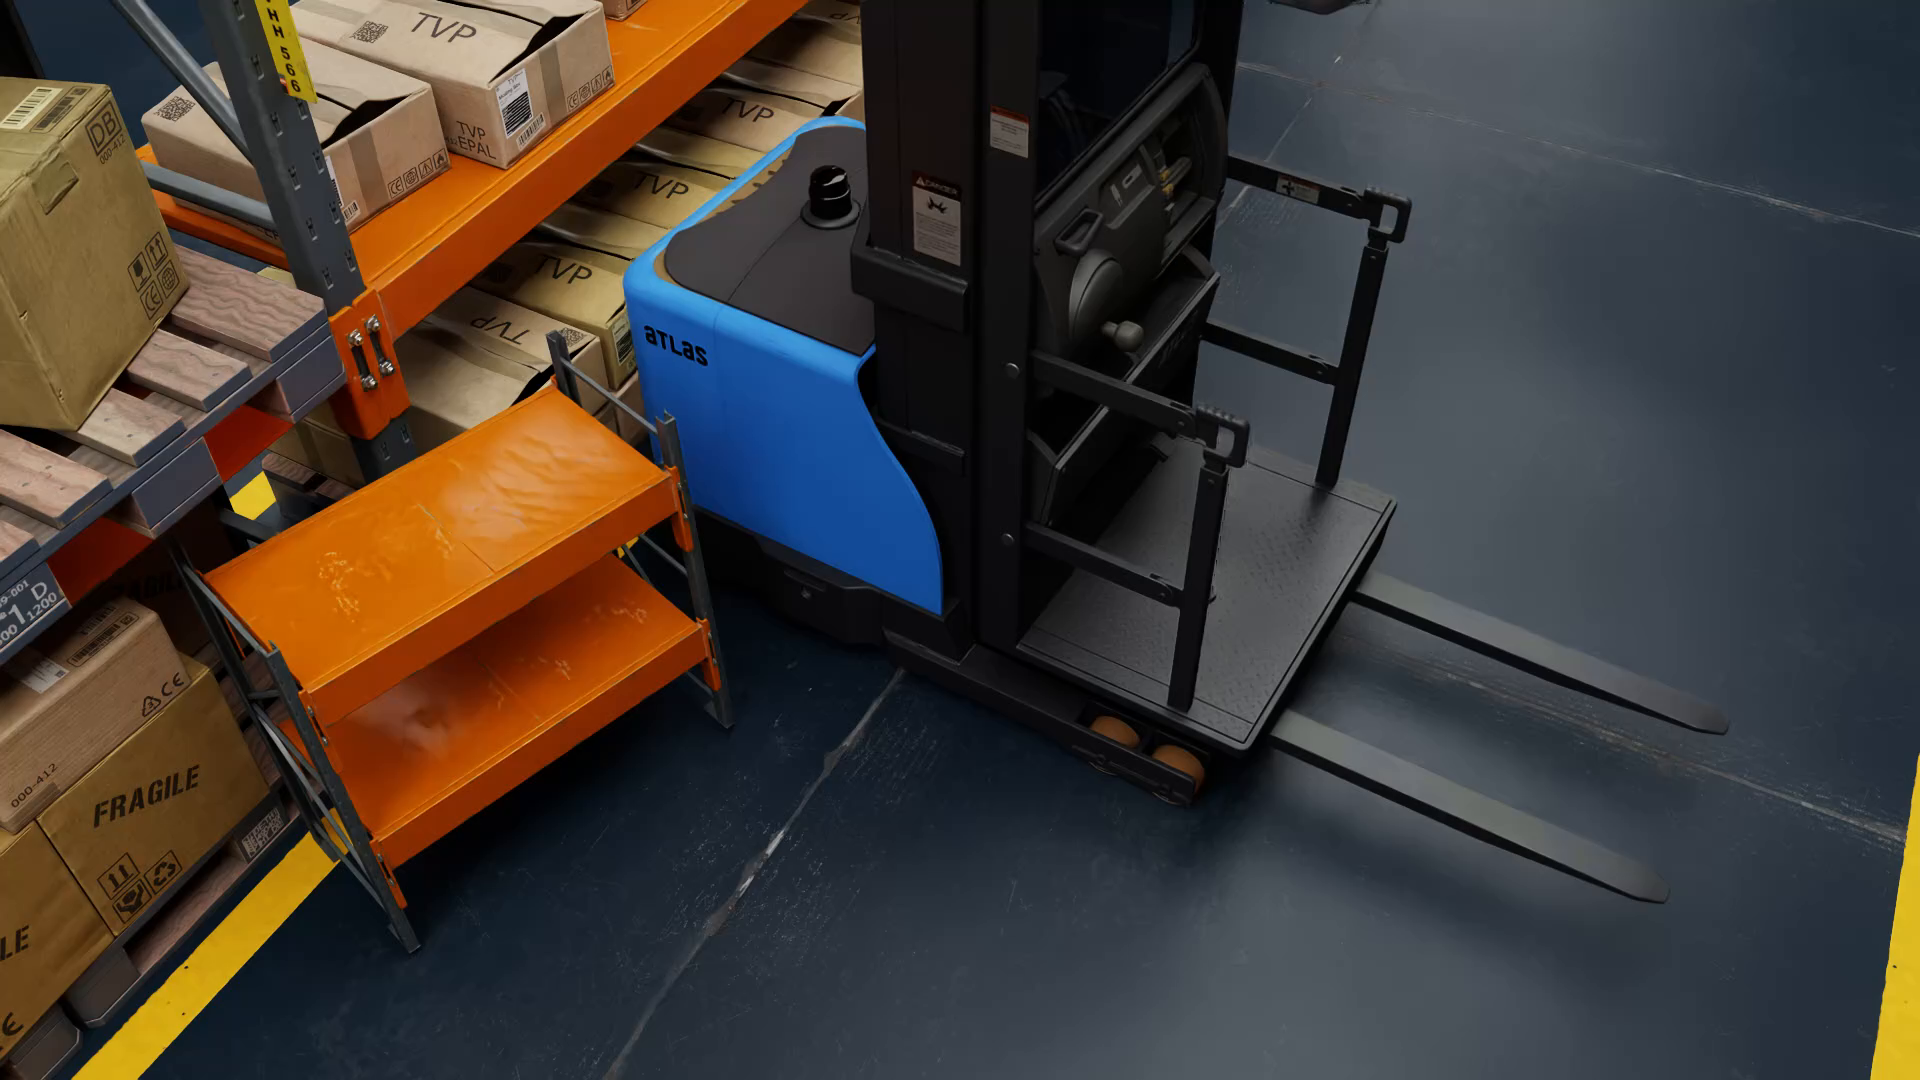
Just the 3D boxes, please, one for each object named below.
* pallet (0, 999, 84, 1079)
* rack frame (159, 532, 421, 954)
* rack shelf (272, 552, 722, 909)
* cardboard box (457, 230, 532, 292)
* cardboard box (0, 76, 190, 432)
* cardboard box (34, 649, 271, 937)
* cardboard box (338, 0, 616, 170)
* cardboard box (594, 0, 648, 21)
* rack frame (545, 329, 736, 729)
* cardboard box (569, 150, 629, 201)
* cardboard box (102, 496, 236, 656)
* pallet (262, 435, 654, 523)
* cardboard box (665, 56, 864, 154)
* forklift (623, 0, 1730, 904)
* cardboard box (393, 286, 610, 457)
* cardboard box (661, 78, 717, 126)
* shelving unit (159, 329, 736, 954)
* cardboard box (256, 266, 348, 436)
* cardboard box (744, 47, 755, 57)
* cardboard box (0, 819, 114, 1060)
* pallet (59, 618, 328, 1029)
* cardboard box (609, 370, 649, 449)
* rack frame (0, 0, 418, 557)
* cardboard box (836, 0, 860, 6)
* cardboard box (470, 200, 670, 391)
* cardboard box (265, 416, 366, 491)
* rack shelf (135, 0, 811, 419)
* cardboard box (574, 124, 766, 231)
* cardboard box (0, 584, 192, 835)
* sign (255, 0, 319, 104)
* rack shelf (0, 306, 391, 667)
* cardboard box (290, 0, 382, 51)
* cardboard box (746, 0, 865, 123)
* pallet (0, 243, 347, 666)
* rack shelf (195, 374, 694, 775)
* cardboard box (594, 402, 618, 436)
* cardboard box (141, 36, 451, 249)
[{"bbox_3d":[-2.837,1.354,3.764,1.003,0.211,1.213,20,49,19],"label":"pallet"},{"bbox_3d":[-1.566,0.513,3.938,0.032,1.125,0.500,-35,53,-29],"label":"rack frame"},{"bbox_3d":[-1.194,0.432,4.354,1.000,0.278,0.538,-35,53,-29],"label":"rack shelf"},{"bbox_3d":[-1.629,-0.969,5.342,0.500,0.311,0.500,20,49,18],"label":"cardboard box"},{"bbox_3d":[-2.082,-0.599,3.367,0.700,0.500,0.500,6,46,6],"label":"cardboard box"},{"bbox_3d":[-2.116,0.541,4.055,0.500,0.500,0.500,22,49,21],"label":"cardboard box"},{"bbox_3d":[-1.303,-1.318,4.506,0.500,0.311,0.500,20,49,19],"label":"cardboard box"},{"bbox_3d":[-1.125,-1.948,4.996,0.500,0.500,0.500,18,48,17],"label":"cardboard box"},{"bbox_3d":[-0.836,0.002,4.428,0.032,1.125,0.500,-35,53,-29],"label":"rack frame"},{"bbox_3d":[-1.393,-1.286,5.656,0.500,0.311,0.500,20,49,19],"label":"cardboard box"},{"bbox_3d":[-2.354,0.066,4.523,0.500,0.500,0.500,22,49,21],"label":"cardboard box"},{"bbox_3d":[-1.473,-0.375,5.473,1.003,0.211,1.213,20,49,19],"label":"pallet"},{"bbox_3d":[-0.673,-1.439,5.807,0.500,0.311,0.500,20,49,19],"label":"cardboard box"},{"bbox_3d":[0.599,-0.746,3.926,3.031,2.935,1.130,23,50,21],"label":"forklift"},{"bbox_3d":[-1.387,-0.461,4.840,0.500,0.311,0.500,22,49,20],"label":"cardboard box"},{"bbox_3d":[-1.158,-1.601,5.967,0.500,0.311,0.500,22,49,20],"label":"cardboard box"},{"bbox_3d":[-1.201,0.258,4.183,1.048,1.125,0.538,-35,53,-29],"label":"shelving unit"},{"bbox_3d":[-1.865,-0.639,5.017,0.500,0.311,0.500,22,49,20],"label":"cardboard box"},{"bbox_3d":[-0.922,-1.930,6.292,0.500,0.311,0.500,19,48,18],"label":"cardboard box"},{"bbox_3d":[-2.357,0.867,3.733,0.500,0.500,0.500,19,48,18],"label":"cardboard box"},{"bbox_3d":[-2.270,0.588,4.520,1.003,0.211,1.213,20,49,19],"label":"pallet"},{"bbox_3d":[-1.154,-0.581,5.353,0.500,0.250,0.500,19,48,18],"label":"cardboard box"},{"bbox_3d":[-1.890,-0.850,3.981,1.000,3.000,0.127,20,49,19],"label":"rack frame"},{"bbox_3d":[-0.203,-2.068,6.429,0.500,0.311,0.500,22,49,20],"label":"cardboard box"},{"bbox_3d":[-1.150,-0.795,5.170,0.500,0.311,0.500,19,48,18],"label":"cardboard box"},{"bbox_3d":[-1.862,-0.443,5.217,0.500,0.250,0.500,22,49,20],"label":"cardboard box"},{"bbox_3d":[-0.961,-1.857,5.482,1.077,0.370,4.000,20,49,19],"label":"rack shelf"},{"bbox_3d":[-0.911,-1.115,5.487,0.500,0.311,0.500,19,48,18],"label":"cardboard box"},{"bbox_3d":[-2.139,0.314,3.752,0.500,0.250,0.500,22,49,21],"label":"cardboard box"},{"bbox_3d":[-1.405,-1.056,3.426,0.100,0.325,0.005,20,49,19],"label":"sign"},{"bbox_3d":[-2.818,0.663,2.992,1.077,0.370,4.000,20,49,19],"label":"rack shelf"},{"bbox_3d":[-1.717,-1.419,4.721,0.380,0.149,0.250,20,49,19],"label":"cardboard box"},{"bbox_3d":[-0.437,-1.755,6.119,0.500,0.311,0.500,20,49,19],"label":"cardboard box"},{"bbox_3d":[-2.142,-0.332,3.604,1.213,0.211,1.003,20,49,19],"label":"pallet"},{"bbox_3d":[-1.210,0.049,3.978,1.000,0.278,0.538,-35,53,-29],"label":"rack shelf"},{"bbox_3d":[-1.387,-0.264,5.040,0.500,0.250,0.500,20,49,19],"label":"cardboard box"},{"bbox_3d":[-1.682,-1.033,4.225,0.500,0.311,0.500,23,50,21],"label":"cardboard box"}]
